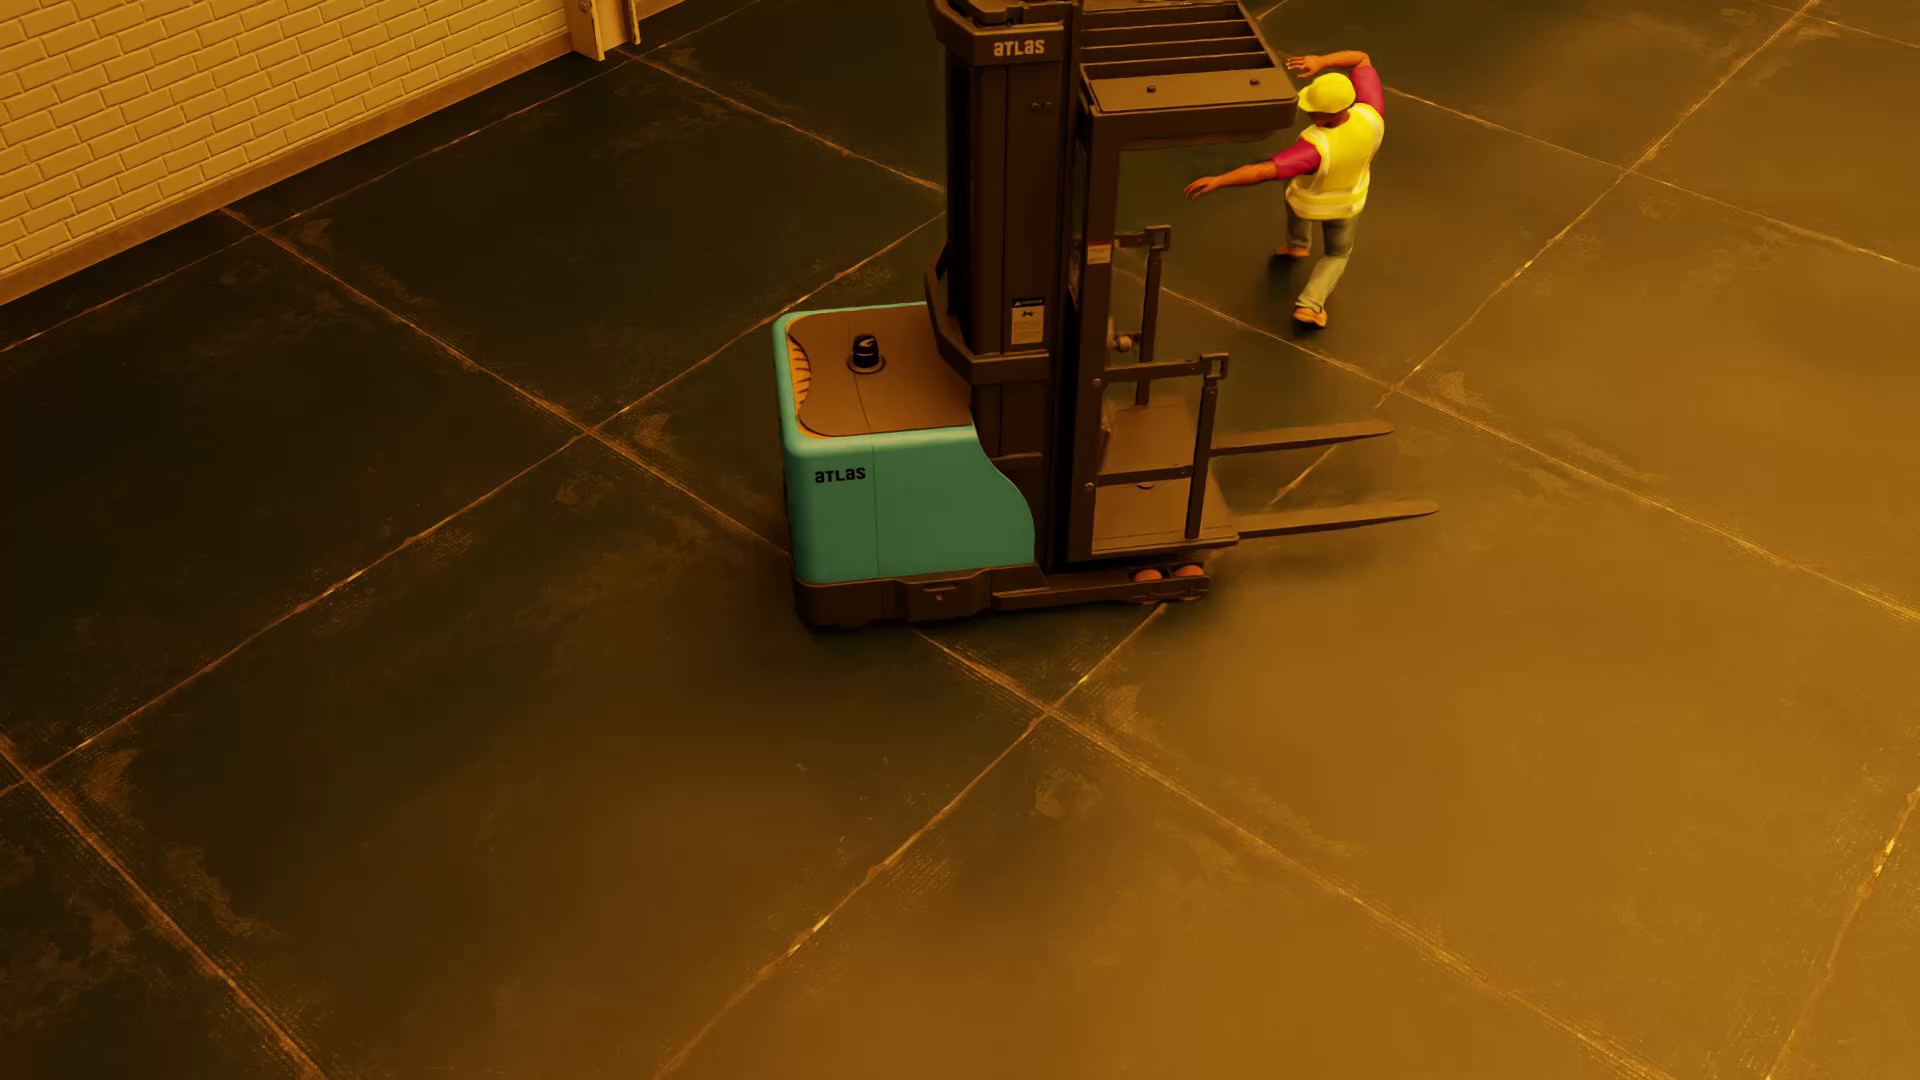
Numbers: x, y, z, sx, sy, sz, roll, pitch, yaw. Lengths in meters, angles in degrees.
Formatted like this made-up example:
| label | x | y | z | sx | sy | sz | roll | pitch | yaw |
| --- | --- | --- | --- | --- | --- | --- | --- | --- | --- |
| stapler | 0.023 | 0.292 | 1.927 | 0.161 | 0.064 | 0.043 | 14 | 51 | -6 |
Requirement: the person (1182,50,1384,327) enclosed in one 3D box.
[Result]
| label | x | y | z | sx | sy | sz | roll | pitch | yaw |
| --- | --- | --- | --- | --- | --- | --- | --- | --- | --- |
| person | 1.681 | -1.945 | 9.021 | 1.050 | 1.475 | 0.921 | 0 | 42 | 0 |

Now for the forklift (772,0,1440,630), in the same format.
| label | x | y | z | sx | sy | sz | roll | pitch | yaw |
| --- | --- | --- | --- | --- | --- | --- | --- | --- | --- |
| forklift | 0.702 | -1.137 | 7.027 | 3.031 | 2.935 | 1.130 | -6 | 42 | -6 |
